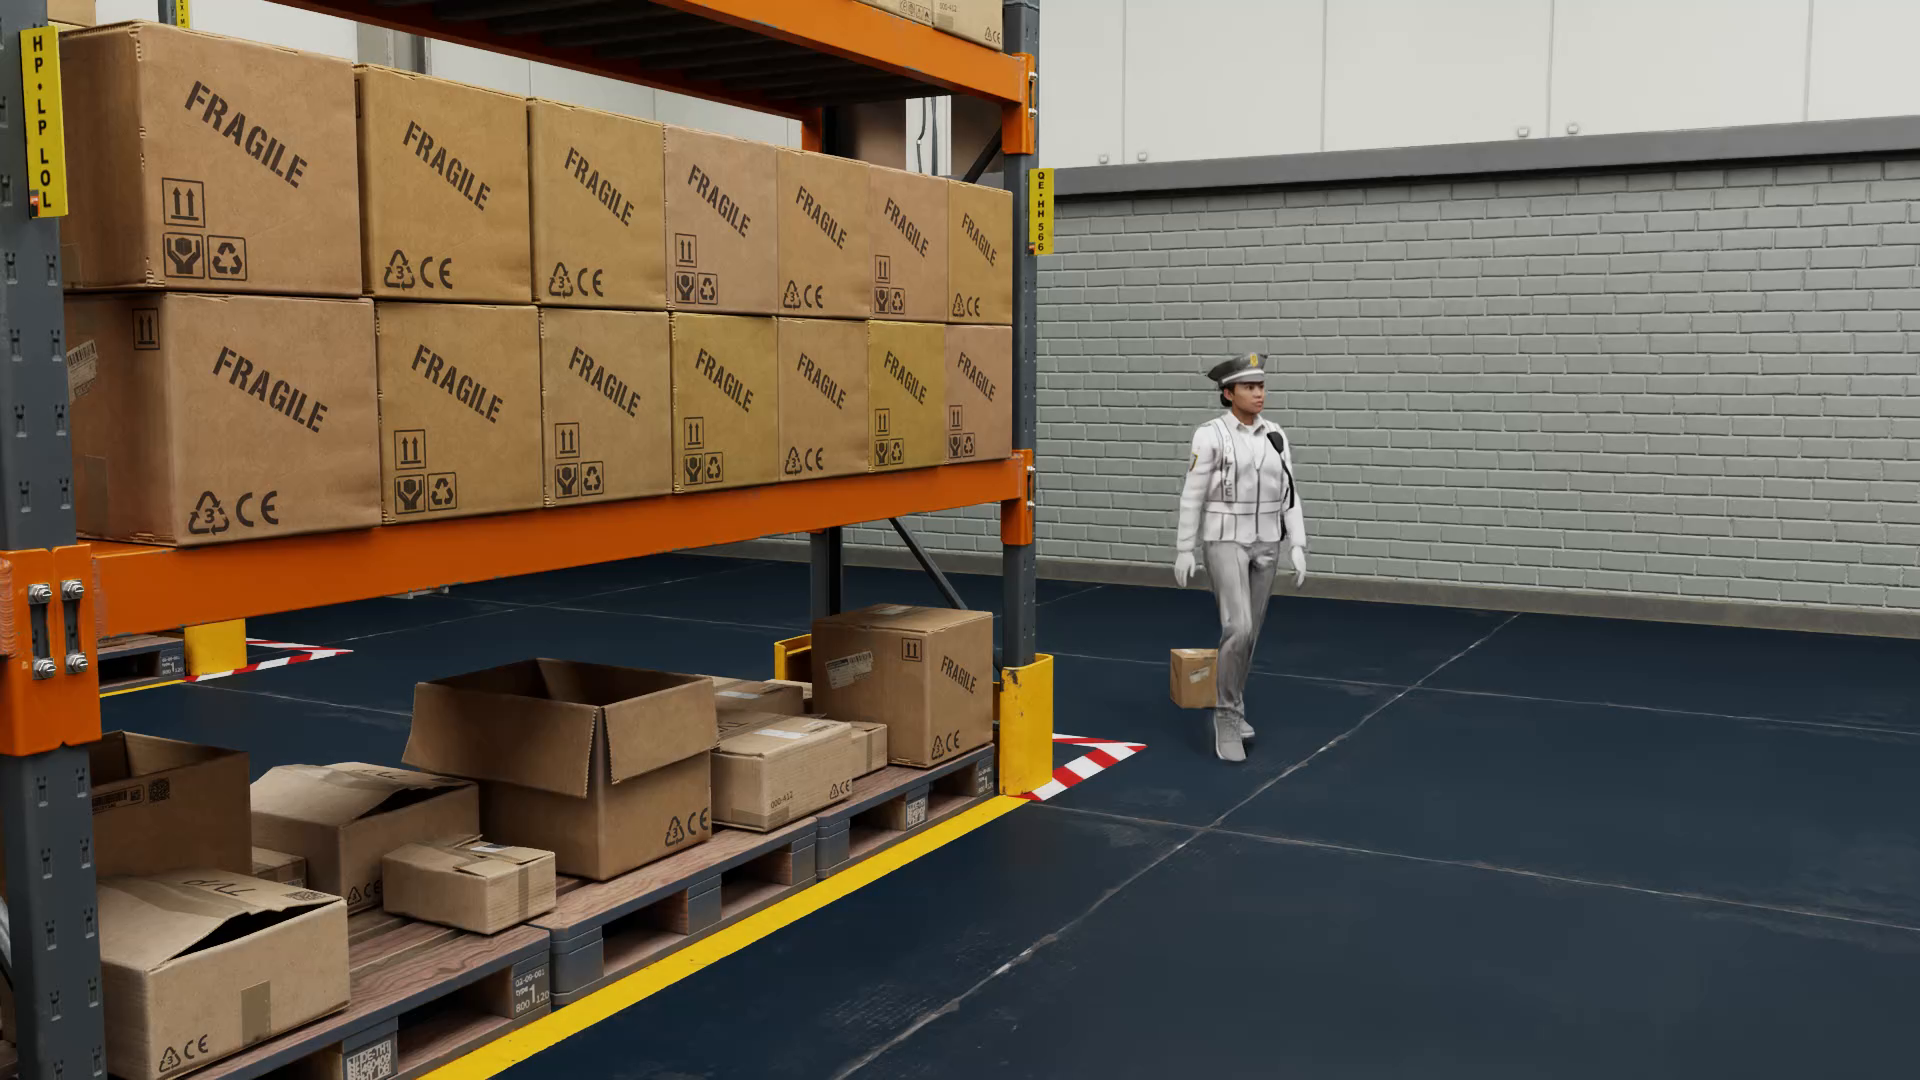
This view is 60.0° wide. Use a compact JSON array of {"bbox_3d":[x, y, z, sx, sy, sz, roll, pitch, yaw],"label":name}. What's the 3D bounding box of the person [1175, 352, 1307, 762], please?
[{"bbox_3d":[1.216,0.069,7.135,0.522,1.744,0.509,-2,7,-22],"label":"person"}]
